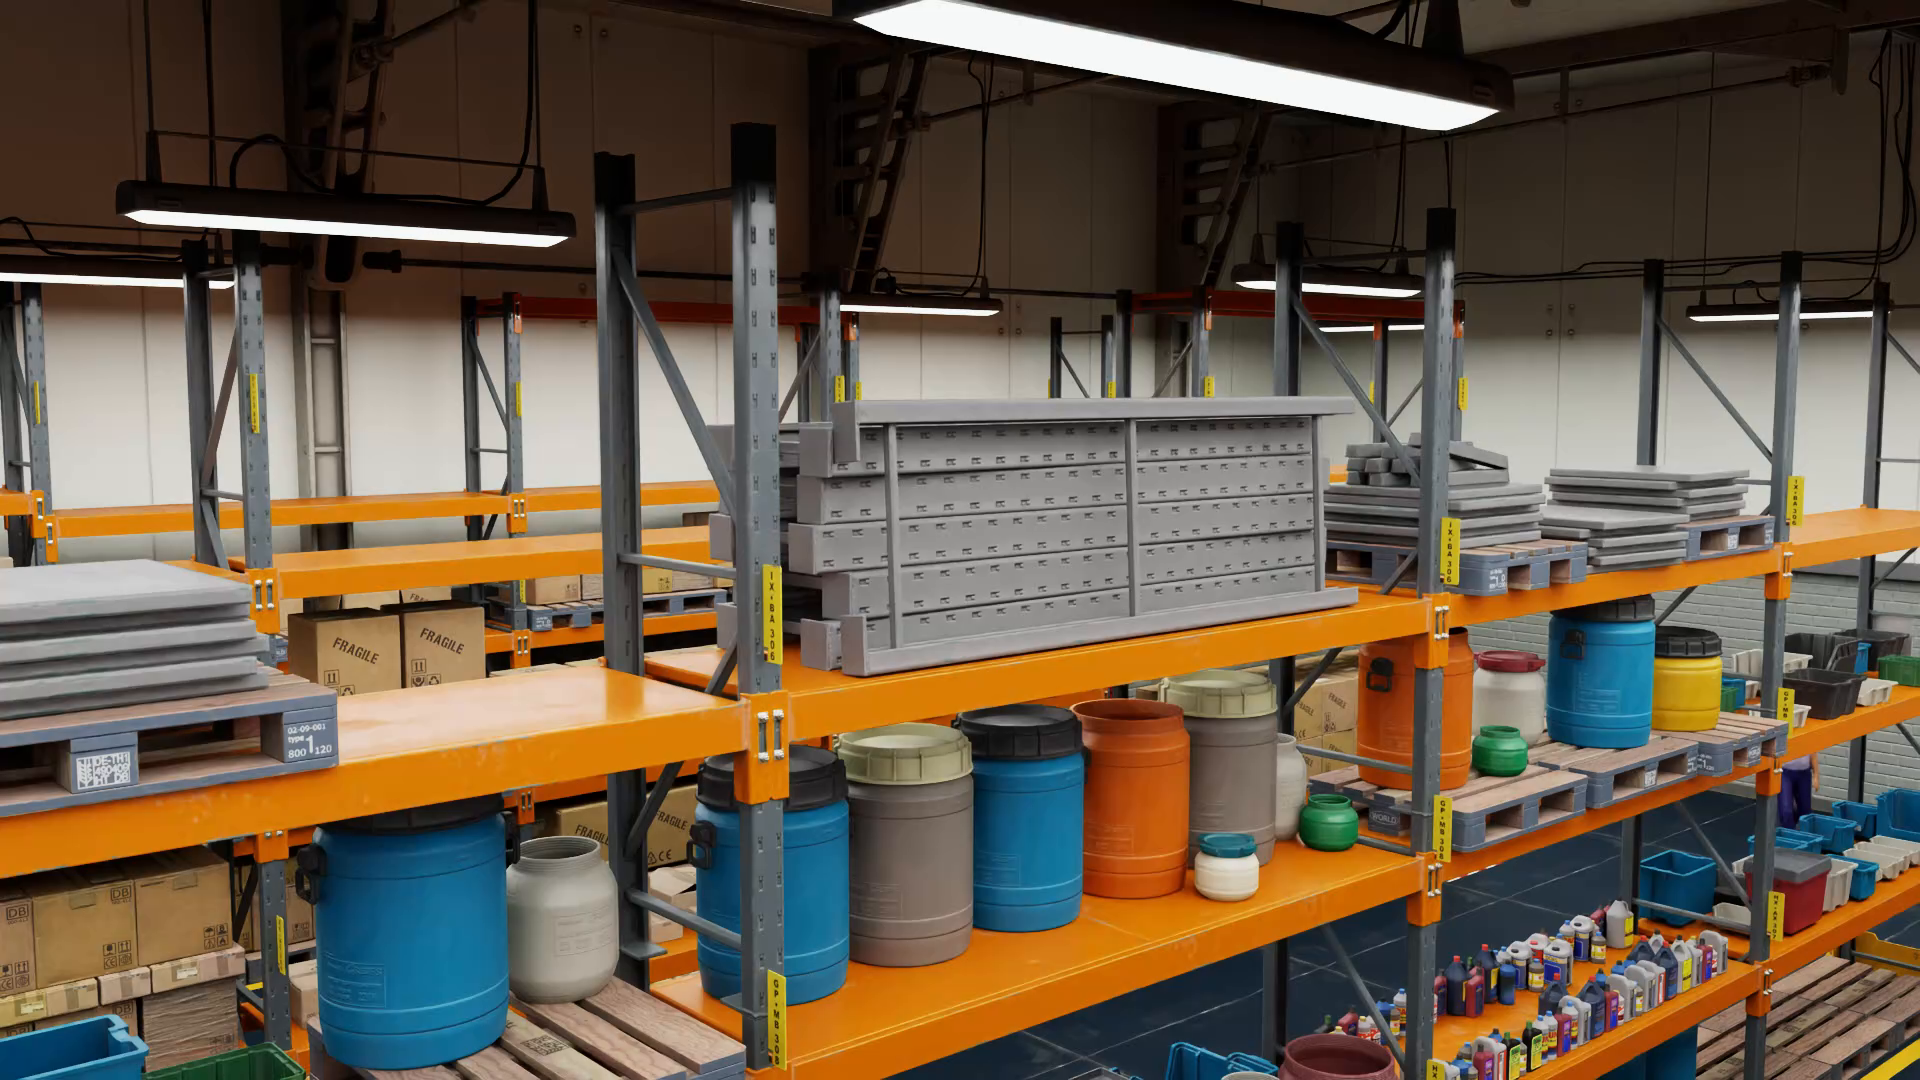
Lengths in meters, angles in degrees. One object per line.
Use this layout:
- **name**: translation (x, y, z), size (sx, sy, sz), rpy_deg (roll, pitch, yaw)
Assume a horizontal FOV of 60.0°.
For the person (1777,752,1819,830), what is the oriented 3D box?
- **person**: translation (9.183, 2.624, 18.356), size (0.508, 1.611, 0.796), rpy_deg (1, 6, 12)
